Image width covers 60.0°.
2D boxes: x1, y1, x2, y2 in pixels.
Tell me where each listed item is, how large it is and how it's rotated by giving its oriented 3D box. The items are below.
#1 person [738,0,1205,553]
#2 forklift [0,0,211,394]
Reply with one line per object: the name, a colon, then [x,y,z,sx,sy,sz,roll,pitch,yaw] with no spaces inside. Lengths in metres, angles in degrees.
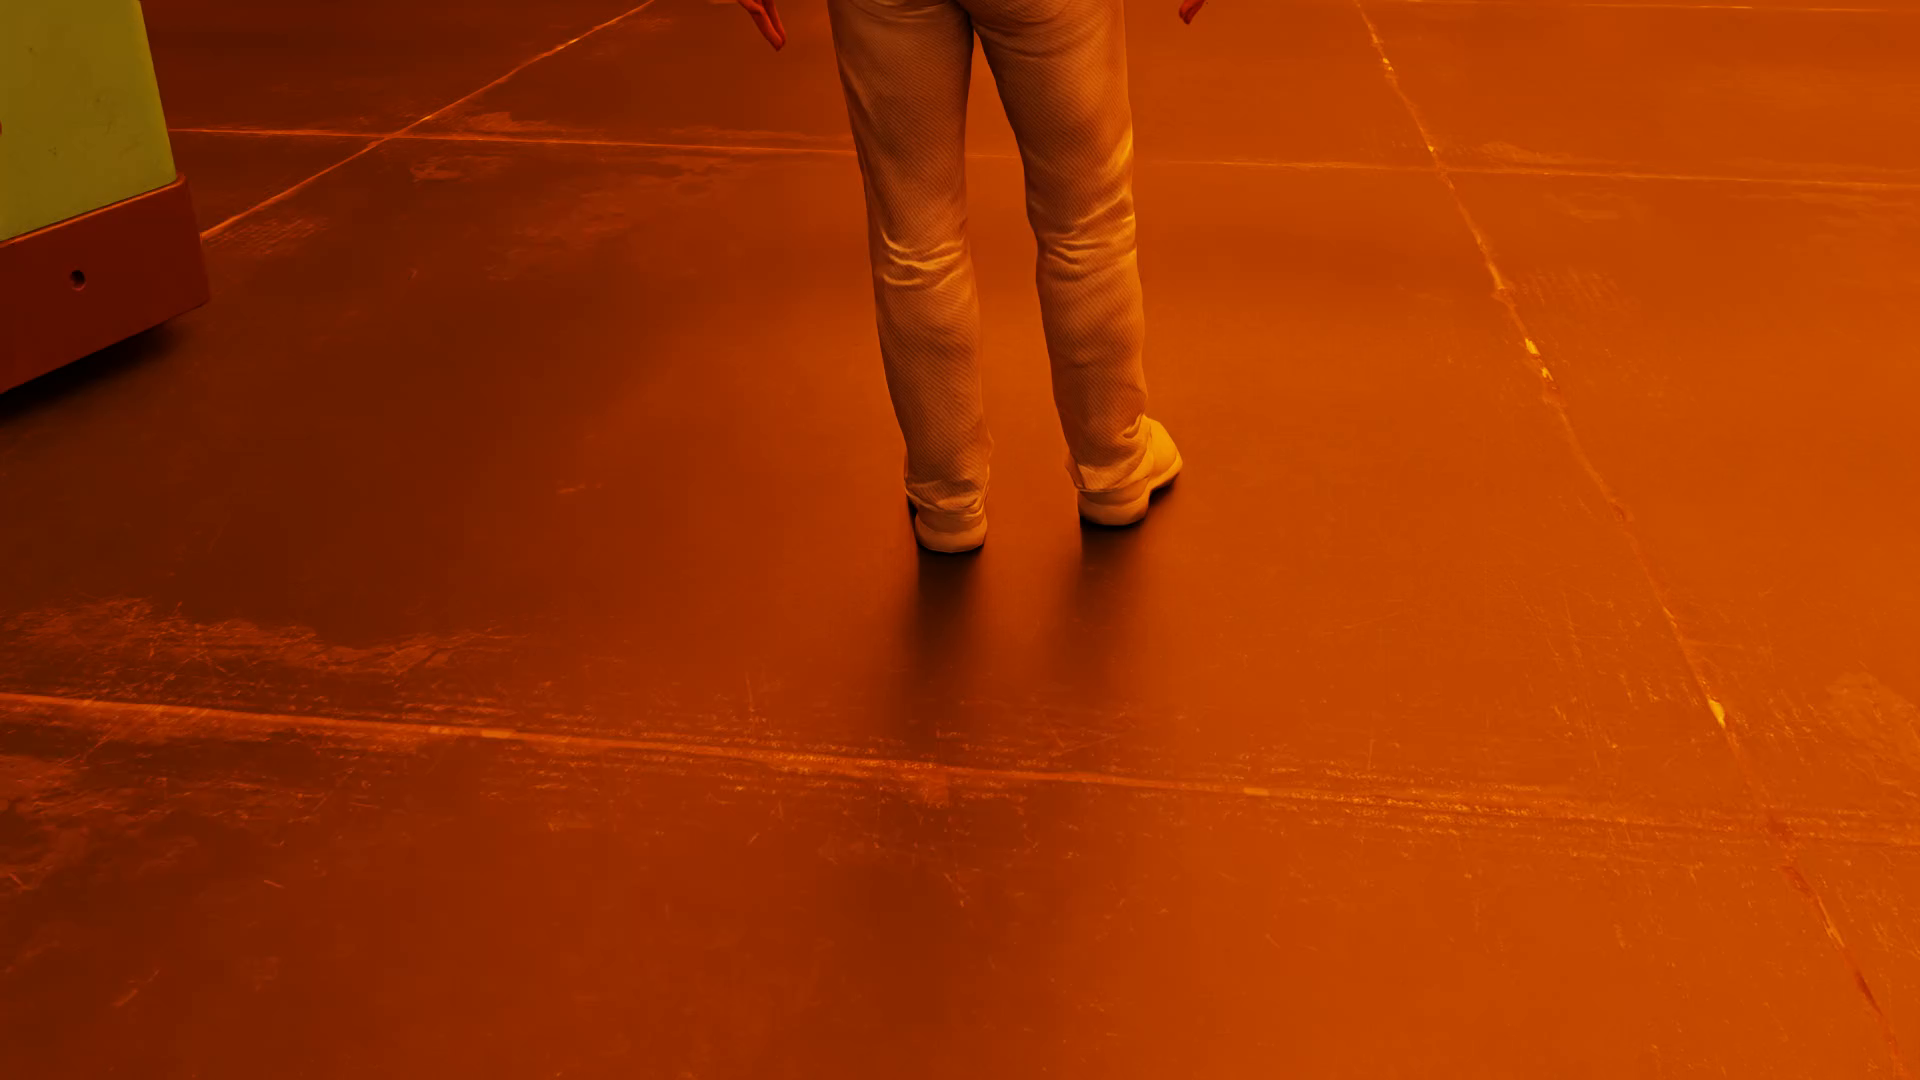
person: [0.015,-0.827,2.164,0.665,1.768,0.575,3,27,7]
forklift: [-3.058,-1.730,2.684,3.031,2.935,1.130,8,28,16]
